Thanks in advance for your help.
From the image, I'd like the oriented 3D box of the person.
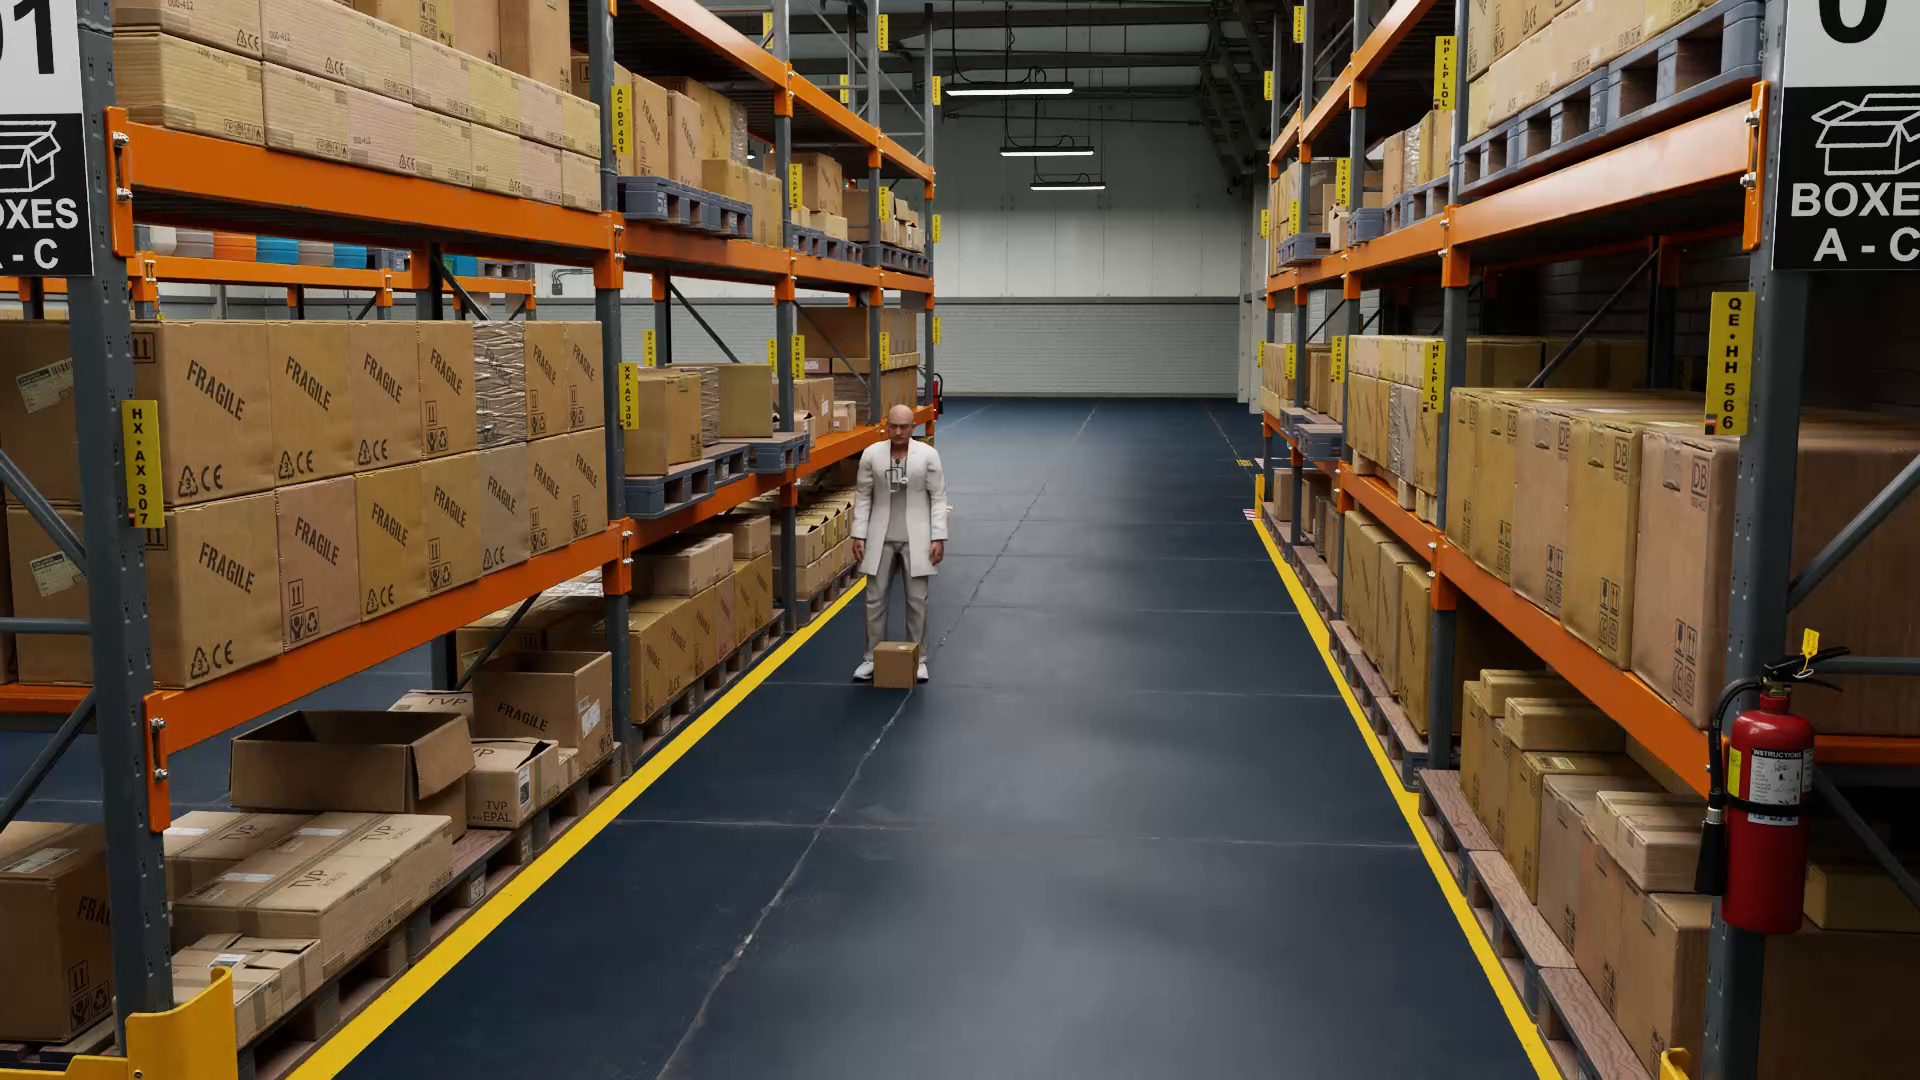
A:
[{"bbox_3d":[-0.396,0.011,10.765,0.643,1.773,0.427,1,7,6],"label":"person"}]
